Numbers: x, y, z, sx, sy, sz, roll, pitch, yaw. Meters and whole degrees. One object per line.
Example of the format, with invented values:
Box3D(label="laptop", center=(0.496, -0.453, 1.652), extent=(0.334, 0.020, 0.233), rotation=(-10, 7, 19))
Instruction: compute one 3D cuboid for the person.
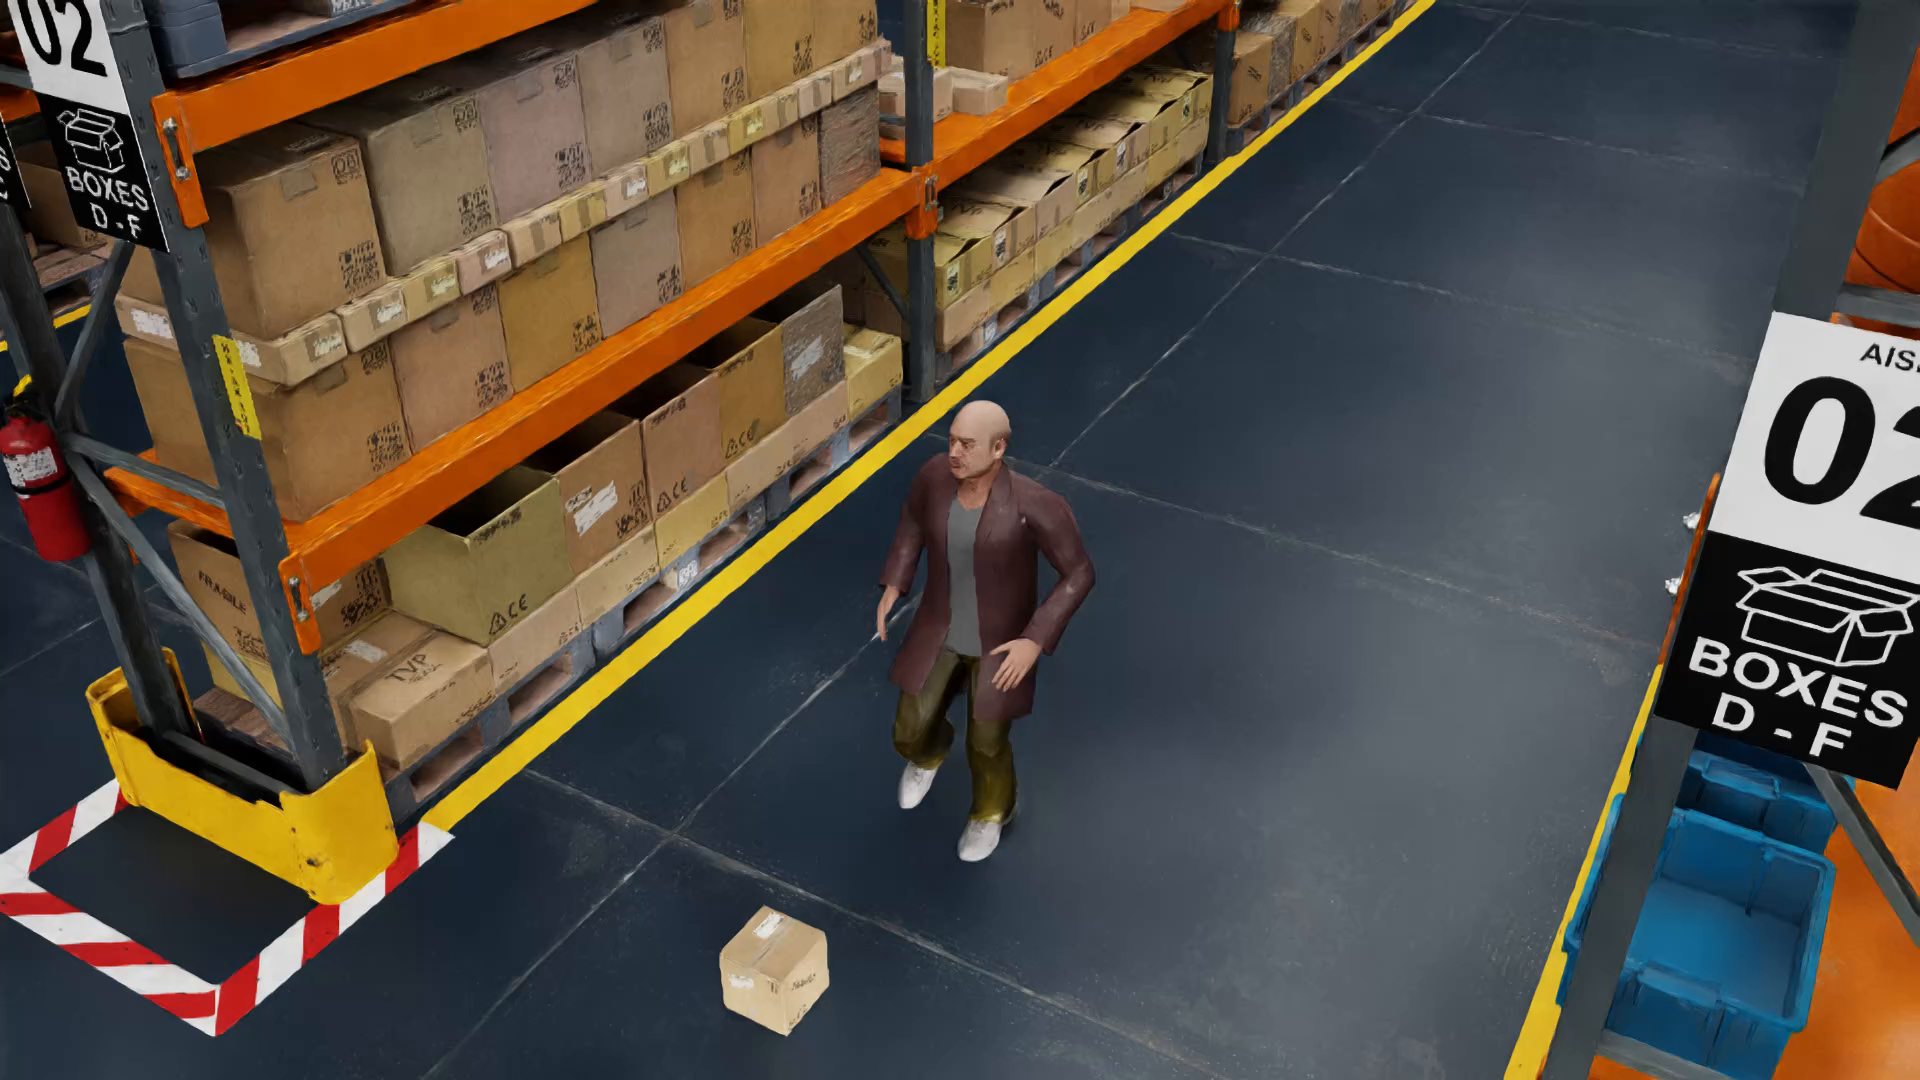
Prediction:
Box3D(label="person", center=(0.059, 0.340, 5.678), extent=(0.772, 1.744, 0.525), rotation=(13, 36, 19))
